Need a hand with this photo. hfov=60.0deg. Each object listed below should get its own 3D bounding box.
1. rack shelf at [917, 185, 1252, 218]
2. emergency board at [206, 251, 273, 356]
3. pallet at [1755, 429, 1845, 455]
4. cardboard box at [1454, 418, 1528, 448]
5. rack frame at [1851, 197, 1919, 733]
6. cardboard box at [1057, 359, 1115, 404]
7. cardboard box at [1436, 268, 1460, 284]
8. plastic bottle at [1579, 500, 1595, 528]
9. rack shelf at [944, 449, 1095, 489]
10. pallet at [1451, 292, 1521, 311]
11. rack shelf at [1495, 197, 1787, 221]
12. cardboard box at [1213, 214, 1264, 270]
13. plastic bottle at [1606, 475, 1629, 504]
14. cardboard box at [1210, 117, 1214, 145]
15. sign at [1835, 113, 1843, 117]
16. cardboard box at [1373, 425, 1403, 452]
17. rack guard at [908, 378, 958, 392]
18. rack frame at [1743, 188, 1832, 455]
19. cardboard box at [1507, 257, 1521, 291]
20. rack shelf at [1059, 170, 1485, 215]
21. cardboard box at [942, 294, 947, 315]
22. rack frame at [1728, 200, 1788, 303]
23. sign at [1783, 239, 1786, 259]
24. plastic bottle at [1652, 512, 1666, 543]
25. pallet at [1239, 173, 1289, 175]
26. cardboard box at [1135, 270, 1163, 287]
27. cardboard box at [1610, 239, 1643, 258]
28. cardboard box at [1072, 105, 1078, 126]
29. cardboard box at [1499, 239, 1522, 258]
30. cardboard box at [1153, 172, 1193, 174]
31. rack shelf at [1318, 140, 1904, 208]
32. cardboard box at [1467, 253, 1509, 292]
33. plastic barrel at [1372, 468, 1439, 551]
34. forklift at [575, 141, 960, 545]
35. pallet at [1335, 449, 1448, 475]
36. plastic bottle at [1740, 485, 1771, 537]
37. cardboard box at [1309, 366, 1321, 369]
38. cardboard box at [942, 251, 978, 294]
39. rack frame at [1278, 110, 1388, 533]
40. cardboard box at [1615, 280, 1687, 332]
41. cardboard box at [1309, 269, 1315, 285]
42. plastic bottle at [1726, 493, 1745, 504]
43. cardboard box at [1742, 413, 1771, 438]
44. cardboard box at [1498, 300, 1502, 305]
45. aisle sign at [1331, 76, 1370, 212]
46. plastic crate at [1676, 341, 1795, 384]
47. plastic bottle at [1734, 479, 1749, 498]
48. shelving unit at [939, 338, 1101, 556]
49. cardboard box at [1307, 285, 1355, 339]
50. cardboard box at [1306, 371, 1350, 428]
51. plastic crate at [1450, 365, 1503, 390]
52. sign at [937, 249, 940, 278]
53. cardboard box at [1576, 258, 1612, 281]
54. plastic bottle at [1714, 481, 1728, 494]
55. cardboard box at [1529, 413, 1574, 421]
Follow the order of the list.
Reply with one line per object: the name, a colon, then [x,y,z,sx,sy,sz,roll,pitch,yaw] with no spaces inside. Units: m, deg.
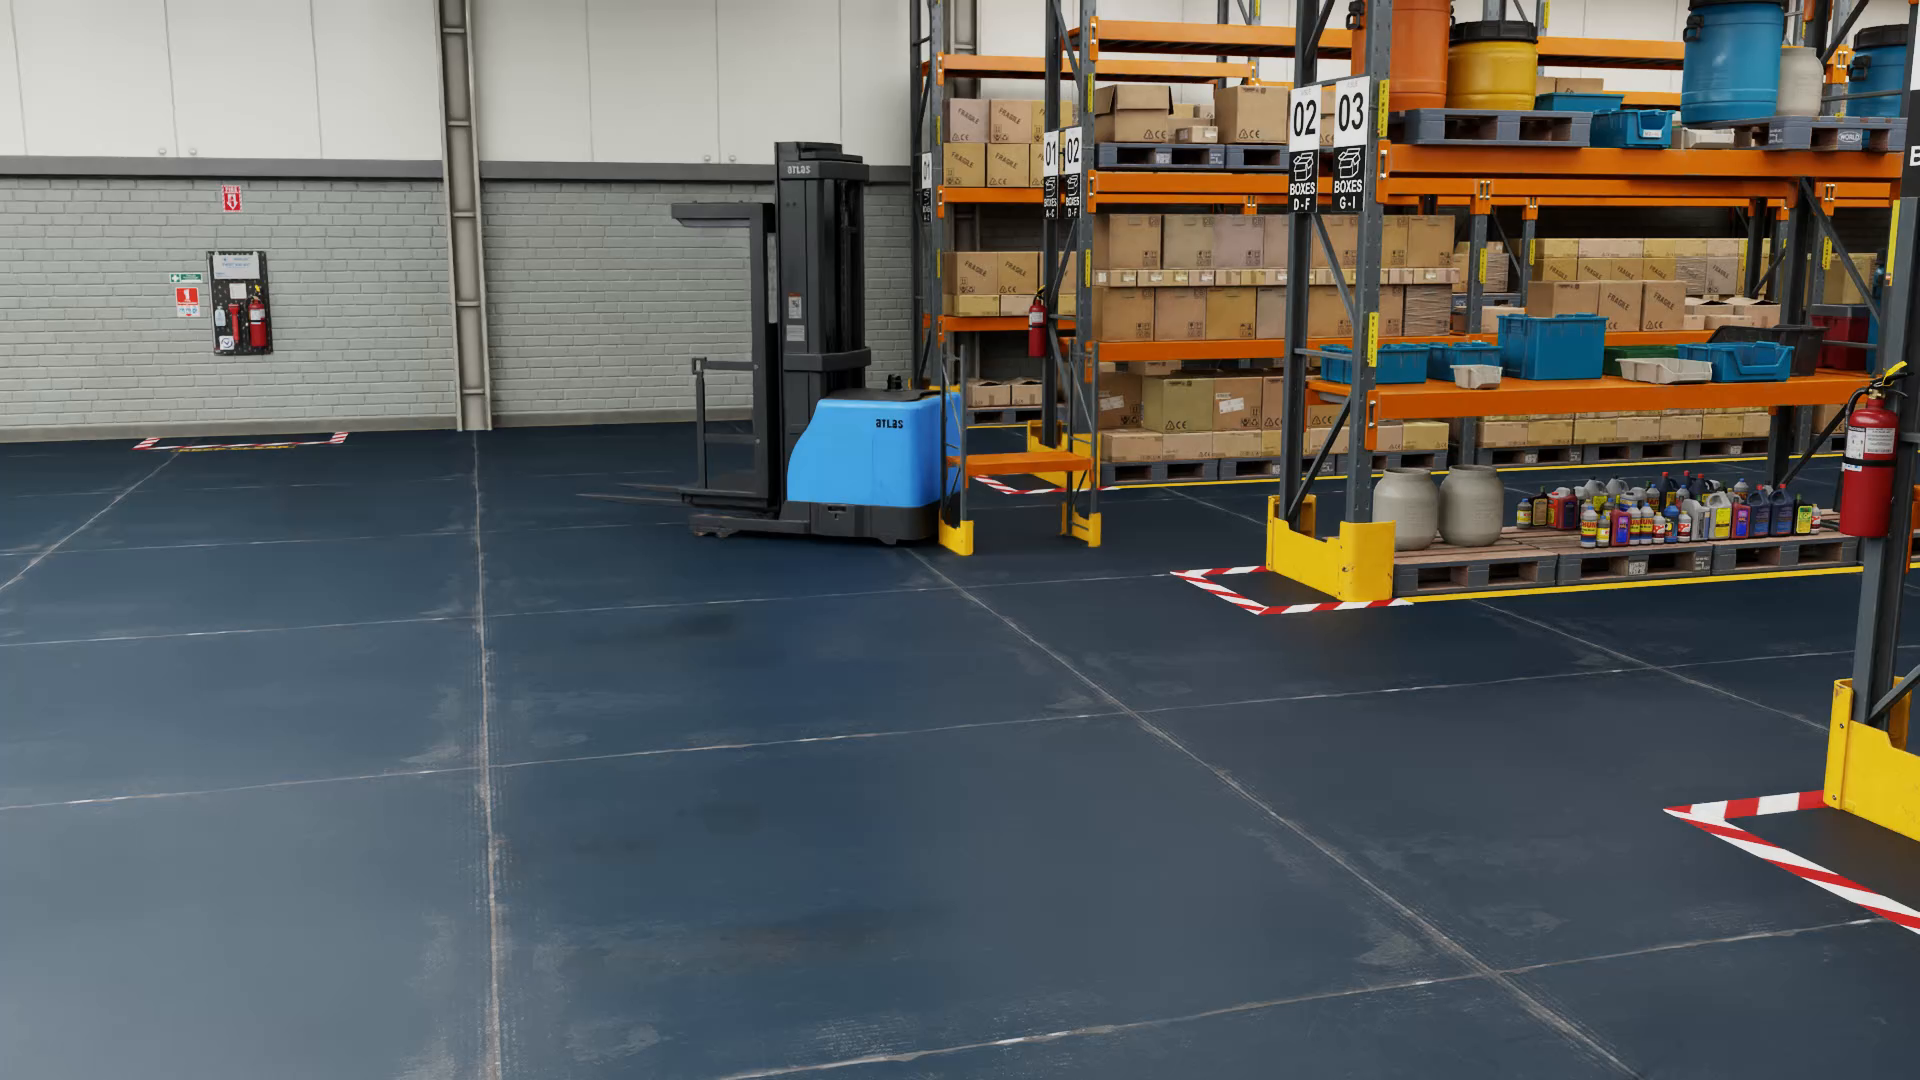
rack shelf: [1.516,-4.125,20.369,4.000,0.370,1.077,-3,11,-16]
emergency board: [-8.118,-2.666,18.742,0.643,1.169,0.194,-3,11,-16]
pallet: [9.392,-1.106,17.970,1.213,0.211,1.003,-3,11,-16]
cardboard box: [5.281,-1.075,16.536,0.500,0.250,0.500,-3,11,-17]
rack frame: [3.749,-0.319,5.993,0.127,3.000,1.000,-3,11,-16]
cardboard box: [1.551,-1.966,20.628,0.500,0.500,0.700,-4,11,-20]
cardboard box: [4.623,-2.561,16.103,0.250,0.149,0.380,-3,11,-16]
plastic bottle: [4.441,-0.183,11.771,0.097,0.201,0.097,0,10,0]
rack shelf: [0.431,-0.528,12.266,1.000,0.185,0.538,-4,11,-19]
pallet: [6.622,-3.158,21.945,1.003,0.211,1.213,-3,11,-16]
rack shelf: [9.197,-4.529,22.568,4.000,0.370,1.077,-3,11,-16]
cardboard box: [2.474,-2.806,15.642,0.500,0.500,0.700,-3,11,-16]
plastic bottle: [4.725,-0.296,11.971,0.185,0.351,0.144,-3,11,-16]
cardboard box: [2.550,-3.880,15.753,0.500,0.311,0.500,-2,11,-9]
sign: [8.812,-4.117,16.696,0.005,0.325,0.100,-3,11,-16]
cardboard box: [3.957,-1.013,16.197,0.500,0.250,0.500,-3,11,-16]
rack guard: [-0.331,-1.677,20.272,0.348,0.500,1.175,-3,11,-16]
rack frame: [8.665,-2.446,17.548,0.127,3.000,1.000,-3,11,-16]
cardboard box: [7.657,-3.582,22.565,0.500,0.500,0.500,-3,11,-16]
rack shelf: [2.904,-3.264,15.692,4.000,0.370,1.077,-3,11,-16]
cardboard box: [-0.010,-2.895,20.349,0.500,0.250,0.500,-3,11,-15]
rack frame: [11.117,-3.509,23.324,0.127,3.000,1.000,-3,11,-16]
sign: [11.278,-3.946,22.716,0.005,0.325,0.100,-3,11,-16]
plastic bottle: [4.713,-0.085,11.237,0.097,0.201,0.097,0,10,0]
pallet: [4.059,-4.500,20.939,1.003,0.211,1.213,-3,11,-16]
cardboard box: [1.674,-2.405,15.260,0.250,0.149,0.380,-3,11,-17]
cardboard box: [8.780,-3.912,22.290,0.500,0.250,0.500,-3,11,-16]
cardboard box: [1.422,-5.070,20.424,0.500,0.500,0.500,-3,11,-16]
cardboard box: [7.640,-3.949,22.488,0.500,0.250,0.500,-3,11,-14]
cardboard box: [2.531,-4.547,20.343,0.500,0.500,0.500,-4,11,-21]
rack shelf: [4.285,-2.402,11.014,4.000,0.370,1.077,-3,11,-16]
cardboard box: [6.828,-3.547,22.037,0.500,0.500,0.700,-4,11,-23]
plastic barrel: [2.975,-0.209,11.110,0.421,0.512,0.421,0,10,0]
forklift: [-1.542,-1.546,12.851,3.031,2.935,1.130,4,11,20]
pallet: [4.049,-0.839,16.522,1.213,0.211,1.003,-3,11,-16]
plastic bottle: [5.483,-0.203,11.468,0.185,0.351,0.144,-4,11,-19]
cardboard box: [3.814,-1.471,16.614,0.500,0.500,0.500,-3,11,-16]
cardboard box: [-0.011,-3.268,20.299,0.500,0.500,0.500,-3,11,-17]
rack frame: [2.365,-1.180,10.670,0.127,3.000,1.000,-3,11,-16]
cardboard box: [7.059,-2.407,17.062,0.500,0.500,0.500,-4,11,-19]
cardboard box: [3.149,-2.483,15.680,0.250,0.149,0.380,-3,11,-14]
plastic bottle: [5.418,-0.191,11.608,0.135,0.276,0.152,-3,11,-16]
cardboard box: [8.228,-1.231,17.384,0.500,0.250,0.500,-3,11,-15]
cardboard box: [7.518,-3.254,22.577,0.250,0.149,0.380,-3,11,-15]
aisle sign: [2.378,-2.404,10.138,0.004,0.787,0.394,-3,11,-16]
plastic crate: [5.219,-1.206,11.223,0.616,0.251,0.499,-3,11,-16]
plastic bottle: [5.777,-0.317,12.303,0.097,0.271,0.097,0,10,0]
shelving unit: [0.439,-0.706,12.237,1.083,1.500,0.587,-4,11,-19]
cardboard box: [3.413,-2.217,16.026,0.500,0.500,0.700,-3,11,-15]
cardboard box: [3.478,-1.356,15.990,0.500,0.500,0.500,-3,11,-16]
plastic crate: [3.314,-1.039,10.636,0.250,0.136,0.298,-3,11,-16]
sign: [-0.252,-3.233,19.434,0.005,0.325,0.100,-3,11,-16]
cardboard box: [8.320,-3.517,22.213,0.500,0.500,0.500,-3,11,-14]
plastic bottle: [5.504,-0.283,12.087,0.133,0.283,0.061,-3,11,-16]
cardboard box: [5.773,-1.376,16.619,0.500,0.311,0.500,-3,11,-17]
